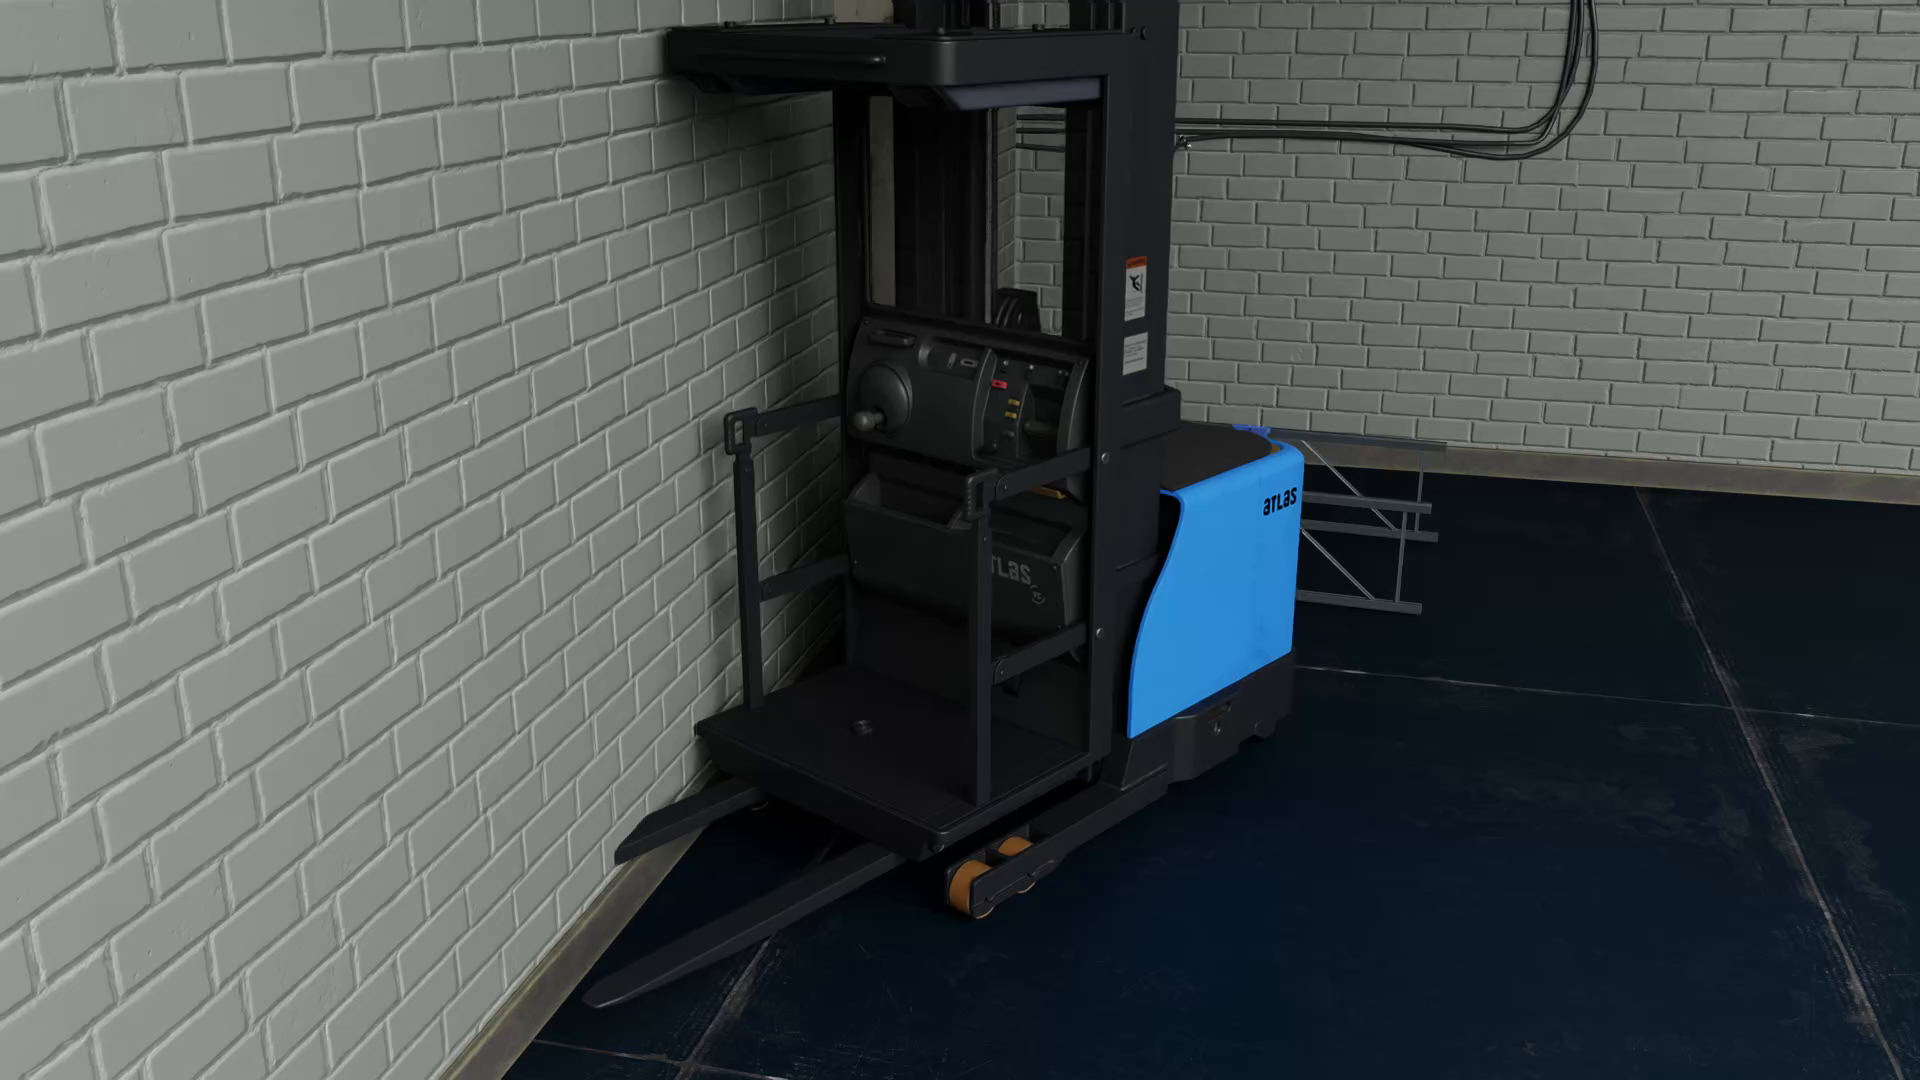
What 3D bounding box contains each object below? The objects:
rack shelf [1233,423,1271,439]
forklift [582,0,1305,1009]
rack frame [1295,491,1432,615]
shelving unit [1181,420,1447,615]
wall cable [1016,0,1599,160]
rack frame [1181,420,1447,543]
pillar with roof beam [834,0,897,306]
[{"bbox_3d":[1.281,-0.170,7.853,0.185,0.538,1.000,6,20,18],"label":"rack shelf"},{"bbox_3d":[-0.134,-0.454,4.983,1.130,2.935,3.031,16,25,39],"label":"forklift"},{"bbox_3d":[1.285,0.004,7.343,1.500,0.500,0.032,6,20,18],"label":"rack frame"},{"bbox_3d":[1.451,-0.151,7.798,1.500,0.538,1.048,6,20,18],"label":"shelving unit"},{"bbox_3d":[1.729,-3.230,8.527,3.097,2.526,0.112,5,19,13],"label":"wall cable"},{"bbox_3d":[1.617,-0.307,8.252,1.500,0.500,0.032,6,20,18],"label":"rack frame"},{"bbox_3d":[3.902,-3.541,4.632,9.100,9.000,0.400,5,19,13],"label":"pillar with roof beam"}]
